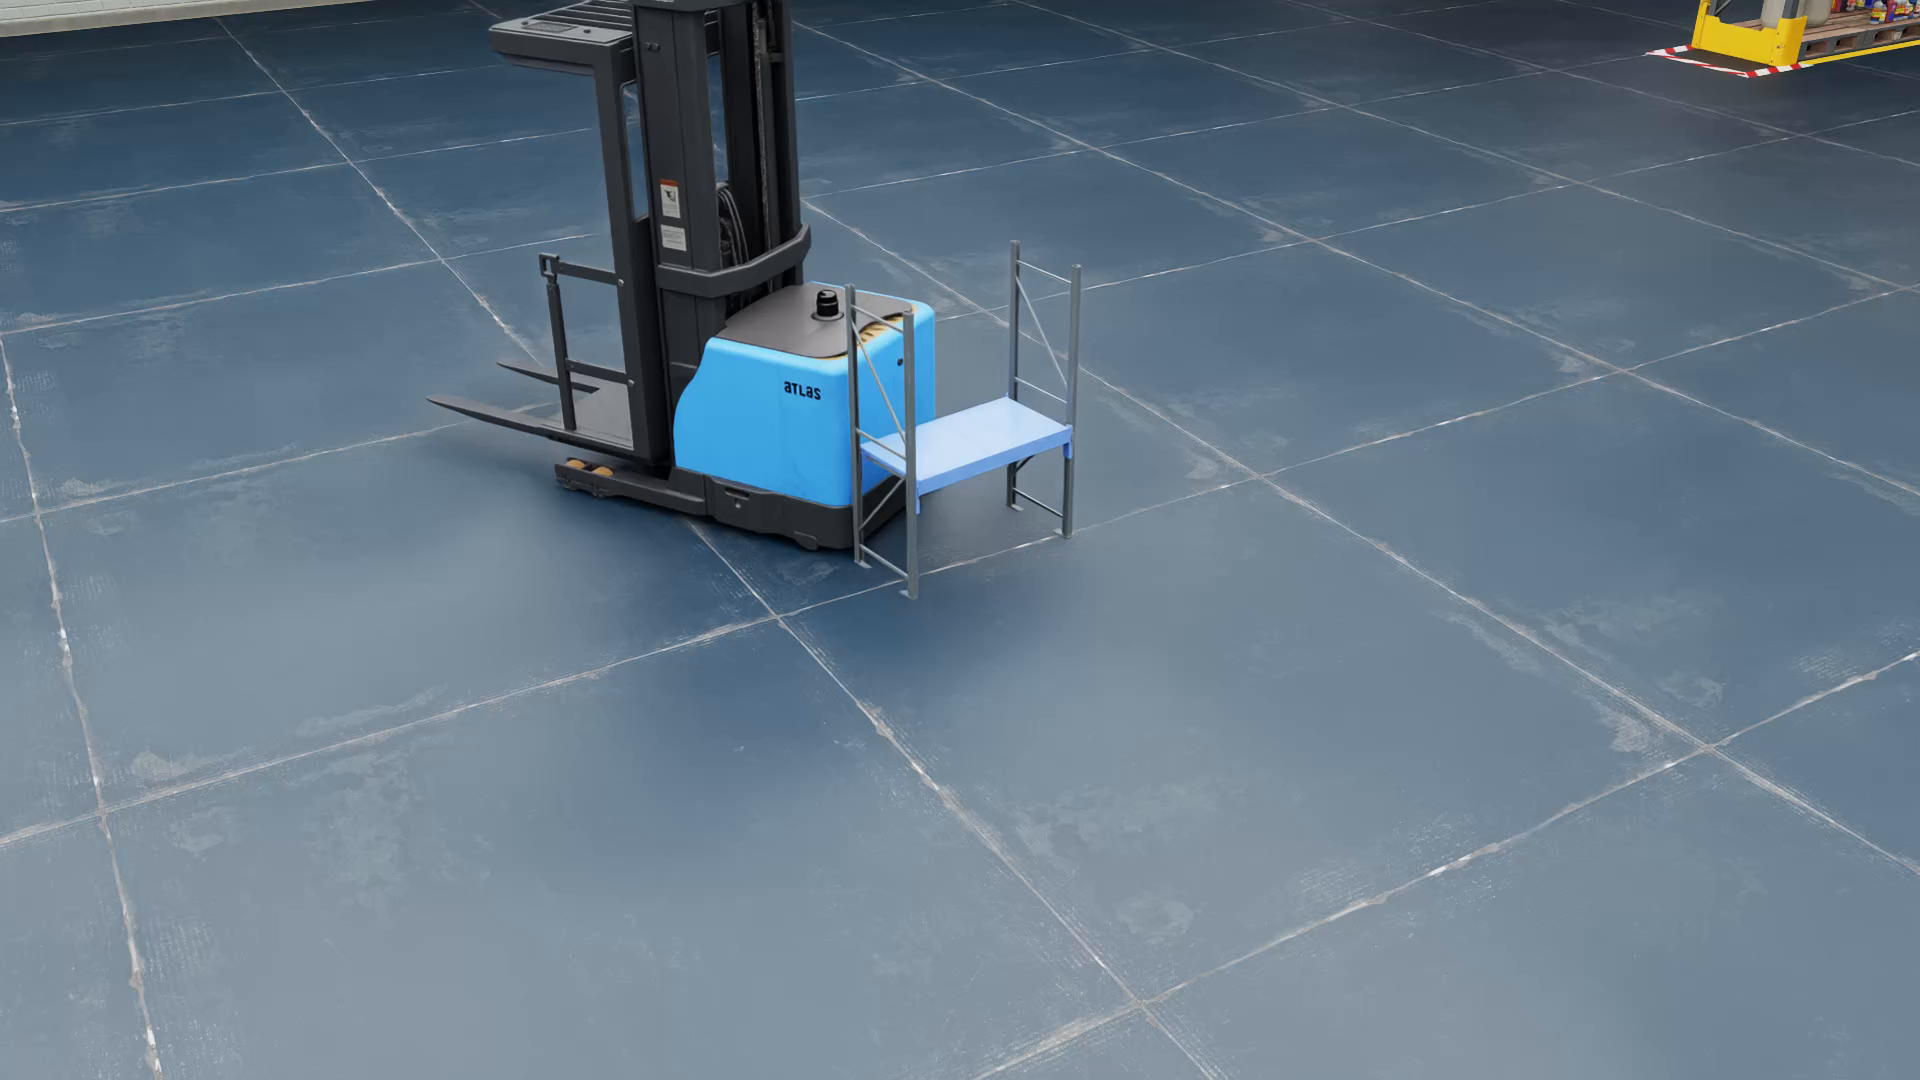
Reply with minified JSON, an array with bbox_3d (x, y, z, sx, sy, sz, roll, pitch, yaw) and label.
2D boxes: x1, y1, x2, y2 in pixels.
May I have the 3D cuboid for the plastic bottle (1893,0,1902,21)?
[{"bbox_3d":[10.715,-6.091,19.050,0.097,0.271,0.097,0,29,0],"label":"plastic bottle"}]

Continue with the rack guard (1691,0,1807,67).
[{"bbox_3d":[8.740,-5.638,18.449,0.348,0.500,1.175,-16,33,-26],"label":"rack guard"}]

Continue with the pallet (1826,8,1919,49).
[{"bbox_3d":[10.494,-6.005,19.413,1.213,0.211,1.003,-16,33,-26],"label":"pallet"}]

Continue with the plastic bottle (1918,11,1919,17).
[{"bbox_3d":[11.152,-6.232,19.302,0.135,0.276,0.152,-15,32,-25],"label":"plastic bottle"}]

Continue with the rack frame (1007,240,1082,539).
[{"bbox_3d":[0.424,-0.759,8.573,0.032,1.500,0.500,-21,35,-33],"label":"rack frame"}]

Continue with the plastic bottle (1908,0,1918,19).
[{"bbox_3d":[10.976,-6.165,19.184,0.097,0.271,0.097,0,29,0],"label":"plastic bottle"}]

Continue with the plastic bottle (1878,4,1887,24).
[{"bbox_3d":[10.509,-6.001,18.961,0.097,0.201,0.097,0,29,0],"label":"plastic bottle"}]

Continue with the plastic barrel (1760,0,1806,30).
[{"bbox_3d":[9.227,-5.982,18.625,0.421,0.512,0.421,0,29,0],"label":"plastic barrel"}]

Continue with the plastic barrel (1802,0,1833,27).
[{"bbox_3d":[9.659,-6.105,18.848,0.421,0.512,0.421,0,29,0],"label":"plastic barrel"}]

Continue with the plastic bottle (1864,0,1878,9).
[{"bbox_3d":[10.808,-6.443,19.684,0.135,0.276,0.152,-16,33,-26],"label":"plastic bottle"}]

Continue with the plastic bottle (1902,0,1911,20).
[{"bbox_3d":[10.887,-6.109,19.155,0.097,0.201,0.097,0,29,0],"label":"plastic bottle"}]

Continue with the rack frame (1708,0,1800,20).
[{"bbox_3d":[8.698,-6.695,17.776,0.127,3.000,1.000,-16,33,-26],"label":"rack frame"}]

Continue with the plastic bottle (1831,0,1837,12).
[{"bbox_3d":[10.291,-6.377,19.565,0.135,0.276,0.152,-16,33,-26],"label":"plastic bottle"}]

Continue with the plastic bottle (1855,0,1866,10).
[{"bbox_3d":[10.650,-6.381,19.649,0.097,0.201,0.097,0,29,0],"label":"plastic bottle"}]

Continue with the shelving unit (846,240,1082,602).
[{"bbox_3d":[0.029,-0.605,8.294,1.048,1.500,0.538,-21,35,-33],"label":"shelving unit"}]

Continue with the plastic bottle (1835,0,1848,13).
[{"bbox_3d":[10.345,-6.336,19.483,0.133,0.283,0.061,-16,33,-26],"label":"plastic bottle"}]

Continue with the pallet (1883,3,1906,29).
[{"bbox_3d":[11.547,-6.306,19.958,1.213,0.211,1.003,-16,33,-26],"label":"pallet"}]

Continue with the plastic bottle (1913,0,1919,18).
[{"bbox_3d":[11.064,-6.159,19.247,0.097,0.201,0.097,0,29,0],"label":"plastic bottle"}]

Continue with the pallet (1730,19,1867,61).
[{"bbox_3d":[9.443,-5.709,18.876,1.213,0.211,1.003,-16,33,-26],"label":"pallet"}]

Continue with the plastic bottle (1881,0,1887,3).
[{"bbox_3d":[11.078,-6.636,19.956,0.185,0.351,0.144,-17,33,-28],"label":"plastic bottle"}]

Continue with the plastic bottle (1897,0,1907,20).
[{"bbox_3d":[10.801,-6.115,19.095,0.097,0.271,0.097,0,29,0],"label":"plastic bottle"}]

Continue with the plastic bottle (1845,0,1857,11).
[{"bbox_3d":[10.490,-6.331,19.558,0.097,0.201,0.097,0,29,0],"label":"plastic bottle"}]

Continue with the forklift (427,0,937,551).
[{"bbox_3d":[-1.656,-1.722,8.837,3.031,2.935,1.130,15,32,24],"label":"forklift"}]

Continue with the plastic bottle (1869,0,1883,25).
[{"bbox_3d":[10.419,-6.007,18.898,0.097,0.271,0.097,0,29,0],"label":"plastic bottle"}]

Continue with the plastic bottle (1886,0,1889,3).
[{"bbox_3d":[11.177,-6.561,19.903,0.097,0.271,0.097,0,29,0],"label":"plastic bottle"}]

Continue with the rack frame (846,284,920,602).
[{"bbox_3d":[-0.367,-0.451,8.014,0.032,1.500,0.500,-21,35,-33],"label":"rack frame"}]

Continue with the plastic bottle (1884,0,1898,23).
[{"bbox_3d":[10.624,-6.060,18.982,0.133,0.283,0.061,-15,32,-26],"label":"plastic bottle"}]

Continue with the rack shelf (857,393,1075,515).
[{"bbox_3d":[0.029,-0.447,8.381,1.000,0.185,0.538,-21,35,-33],"label":"rack shelf"}]
